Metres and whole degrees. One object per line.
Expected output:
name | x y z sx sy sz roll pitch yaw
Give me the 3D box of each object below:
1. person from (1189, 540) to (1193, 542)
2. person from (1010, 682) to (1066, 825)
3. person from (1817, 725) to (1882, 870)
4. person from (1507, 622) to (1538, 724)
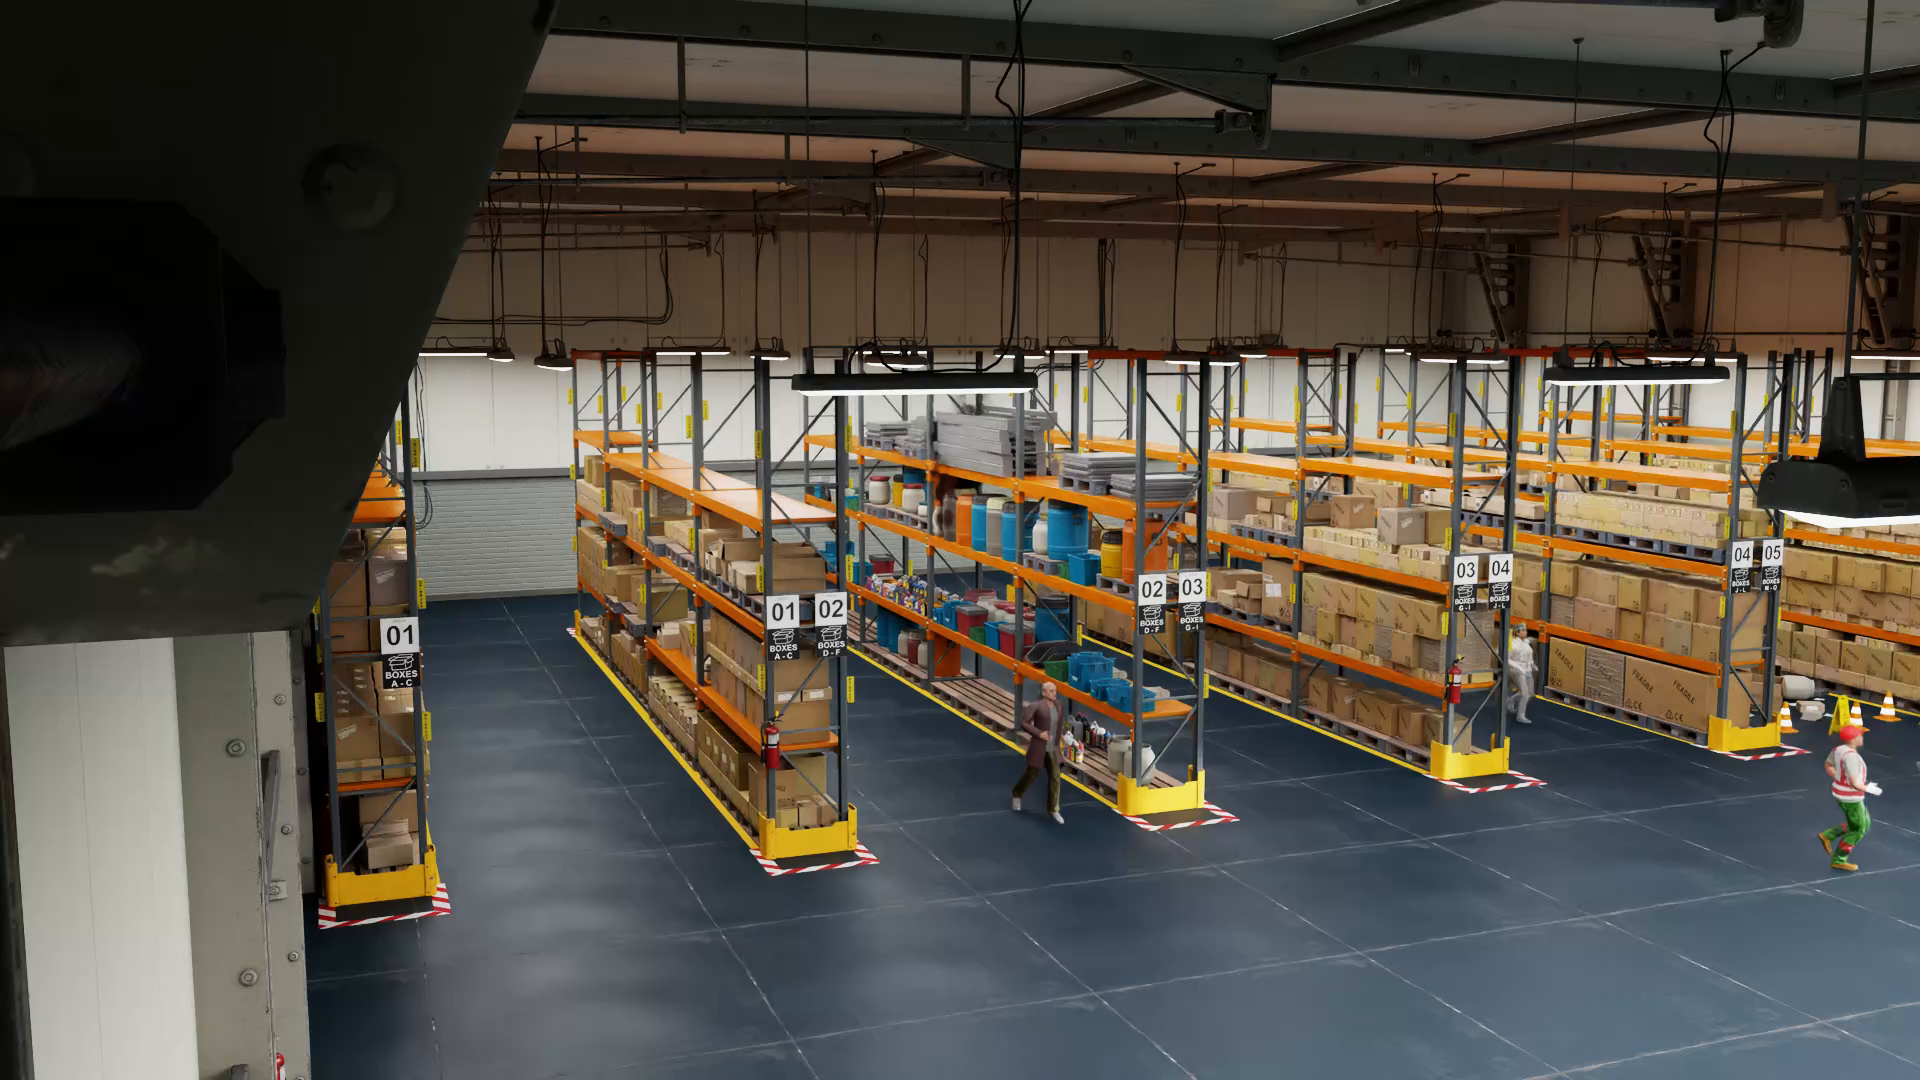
person | 5.285 0.805 38.118 0.635 1.602 0.527 -2 7 -14
person | 1.137 2.738 21.790 0.758 1.764 1.068 -4 8 -26
person | 10.514 3.037 19.638 0.594 1.740 0.655 2 7 12
person | 9.122 2.147 27.134 0.615 1.642 0.569 -4 8 -31
